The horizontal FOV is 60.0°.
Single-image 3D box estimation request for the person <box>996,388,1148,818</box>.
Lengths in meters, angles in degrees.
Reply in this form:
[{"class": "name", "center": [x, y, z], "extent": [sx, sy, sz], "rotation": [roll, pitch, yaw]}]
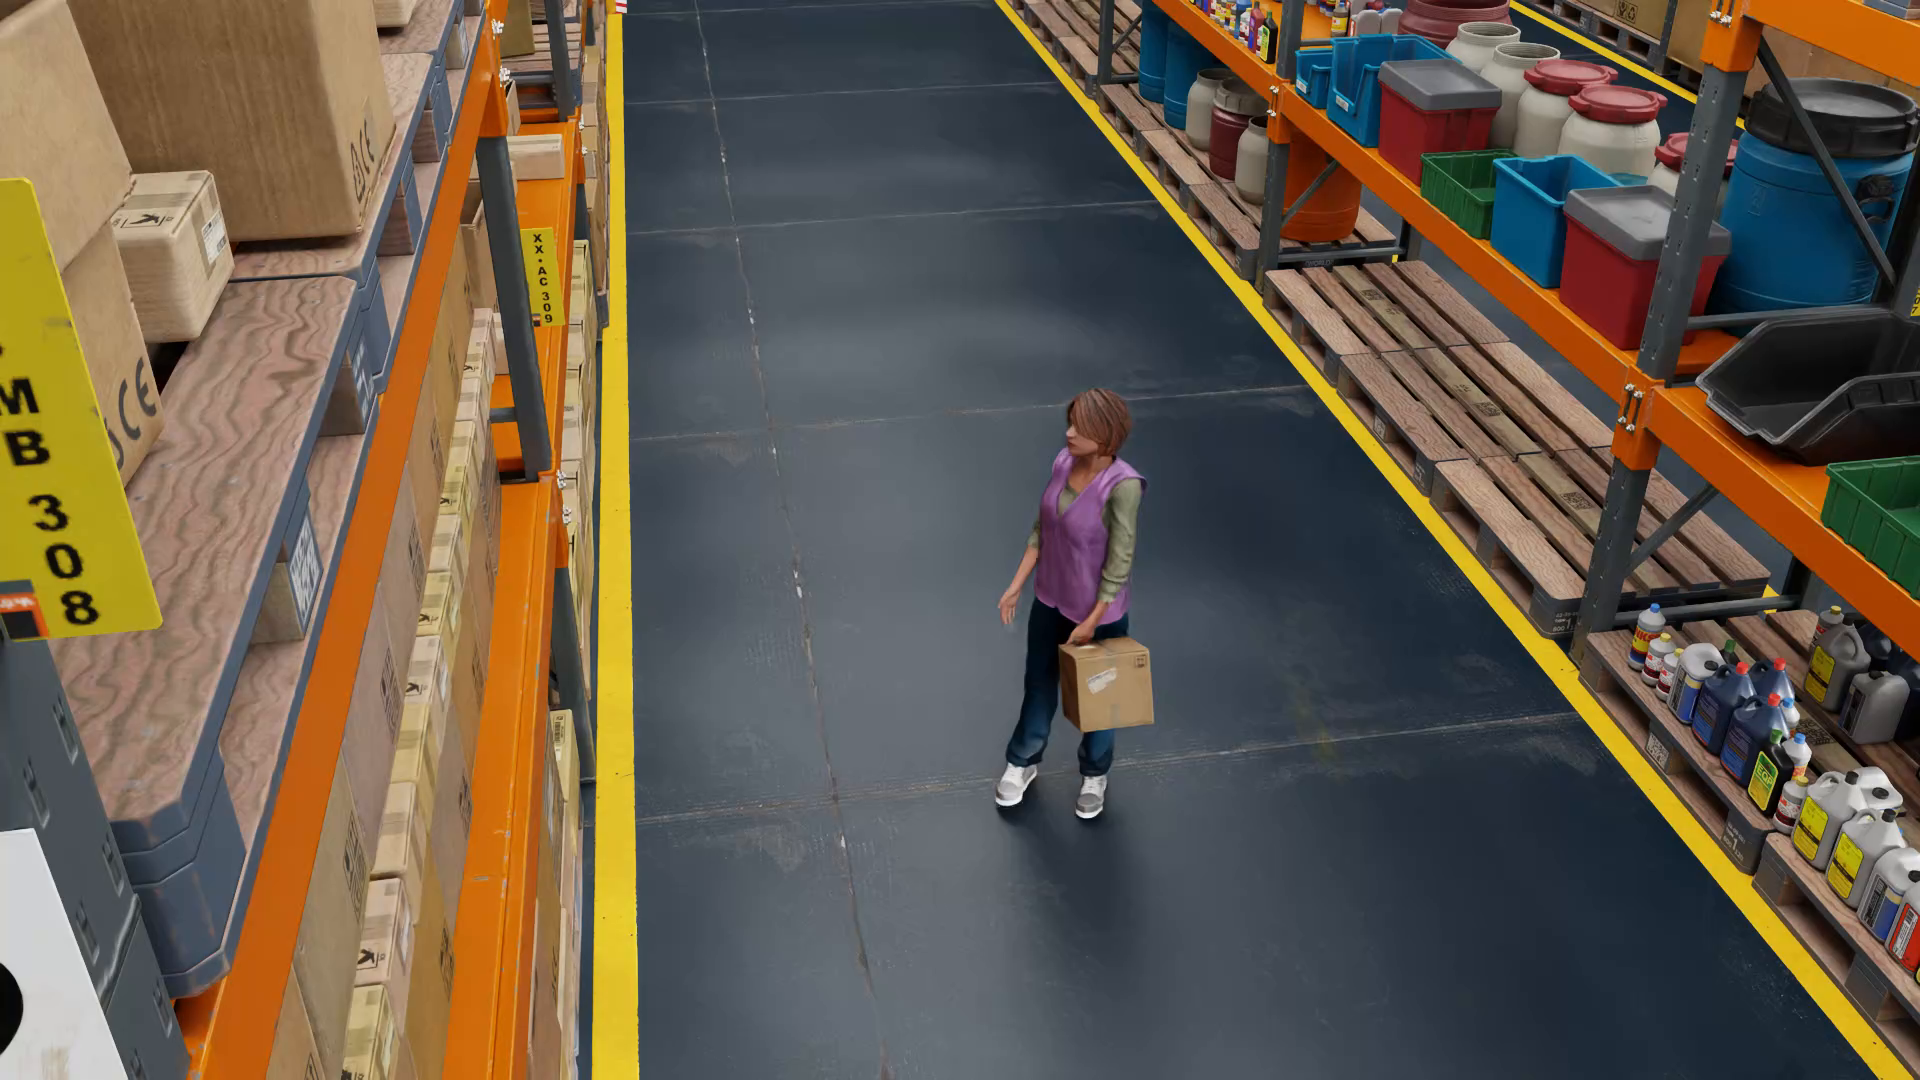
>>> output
[{"class": "person", "center": [0.375, 0.254, 5.696], "extent": [0.463, 1.601, 0.433], "rotation": [-26, 40, -36]}]
